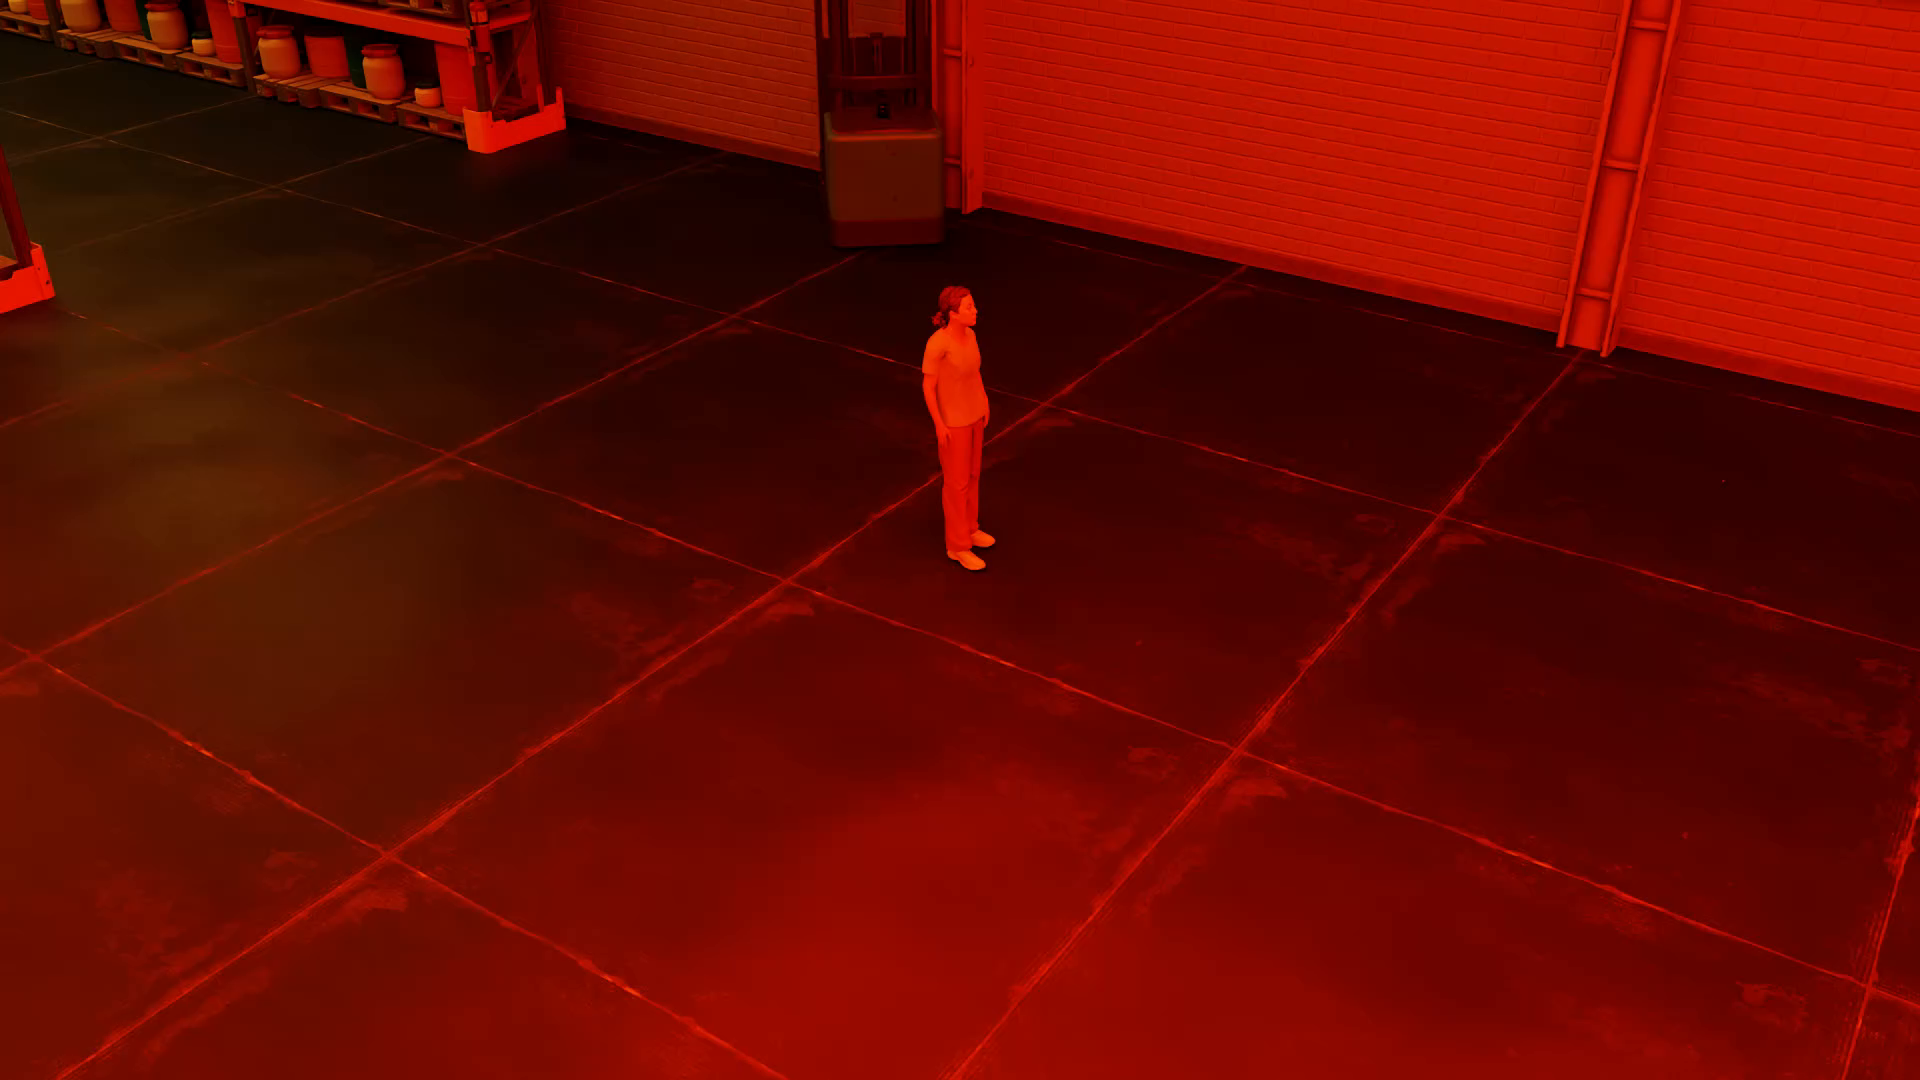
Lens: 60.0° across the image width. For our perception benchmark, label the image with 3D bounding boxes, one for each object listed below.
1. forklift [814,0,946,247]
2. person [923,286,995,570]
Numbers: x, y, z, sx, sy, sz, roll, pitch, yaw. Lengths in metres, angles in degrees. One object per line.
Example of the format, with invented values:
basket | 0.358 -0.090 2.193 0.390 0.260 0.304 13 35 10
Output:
forklift | -0.805 -4.602 15.506 1.130 2.935 3.031 -3 30 -6
person | 0.055 -0.705 10.031 0.548 1.673 0.553 19 35 29
